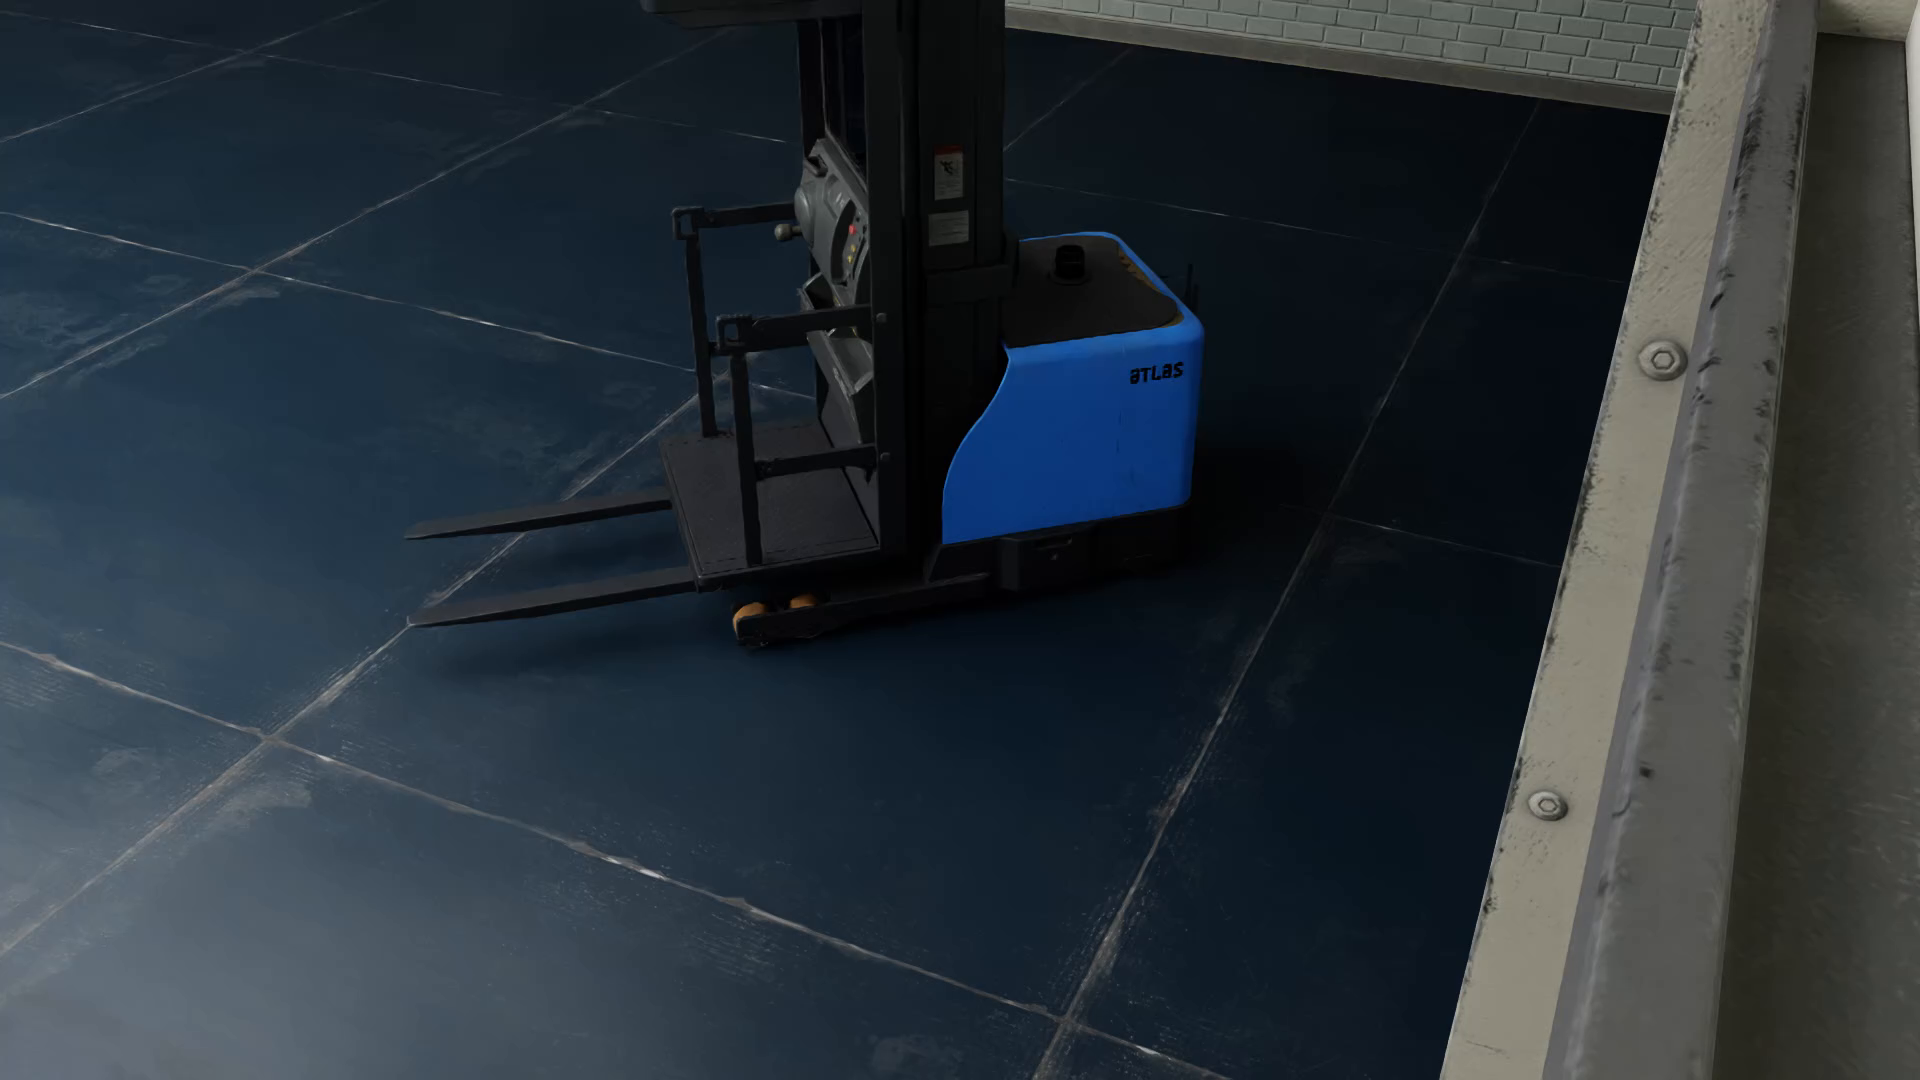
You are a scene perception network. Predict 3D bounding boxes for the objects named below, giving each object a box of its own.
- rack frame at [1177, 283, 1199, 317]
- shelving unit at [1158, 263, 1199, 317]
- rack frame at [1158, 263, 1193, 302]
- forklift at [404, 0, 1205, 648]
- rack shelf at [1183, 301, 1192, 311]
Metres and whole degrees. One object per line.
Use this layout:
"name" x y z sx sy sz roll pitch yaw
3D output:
"rack frame" 0.871 -0.686 7.124 0.240 0.900 0.006 -1 33 -1
"shelving unit" 0.869 -0.741 7.209 0.258 0.900 0.210 -1 33 -1
"rack frame" 0.868 -0.797 7.294 0.240 0.900 0.006 -1 33 -1
"forklift" -0.646 -1.144 5.971 3.031 2.935 1.130 -9 34 -14
"rack shelf" 0.869 -0.939 7.079 0.258 0.077 0.200 -1 33 -1
